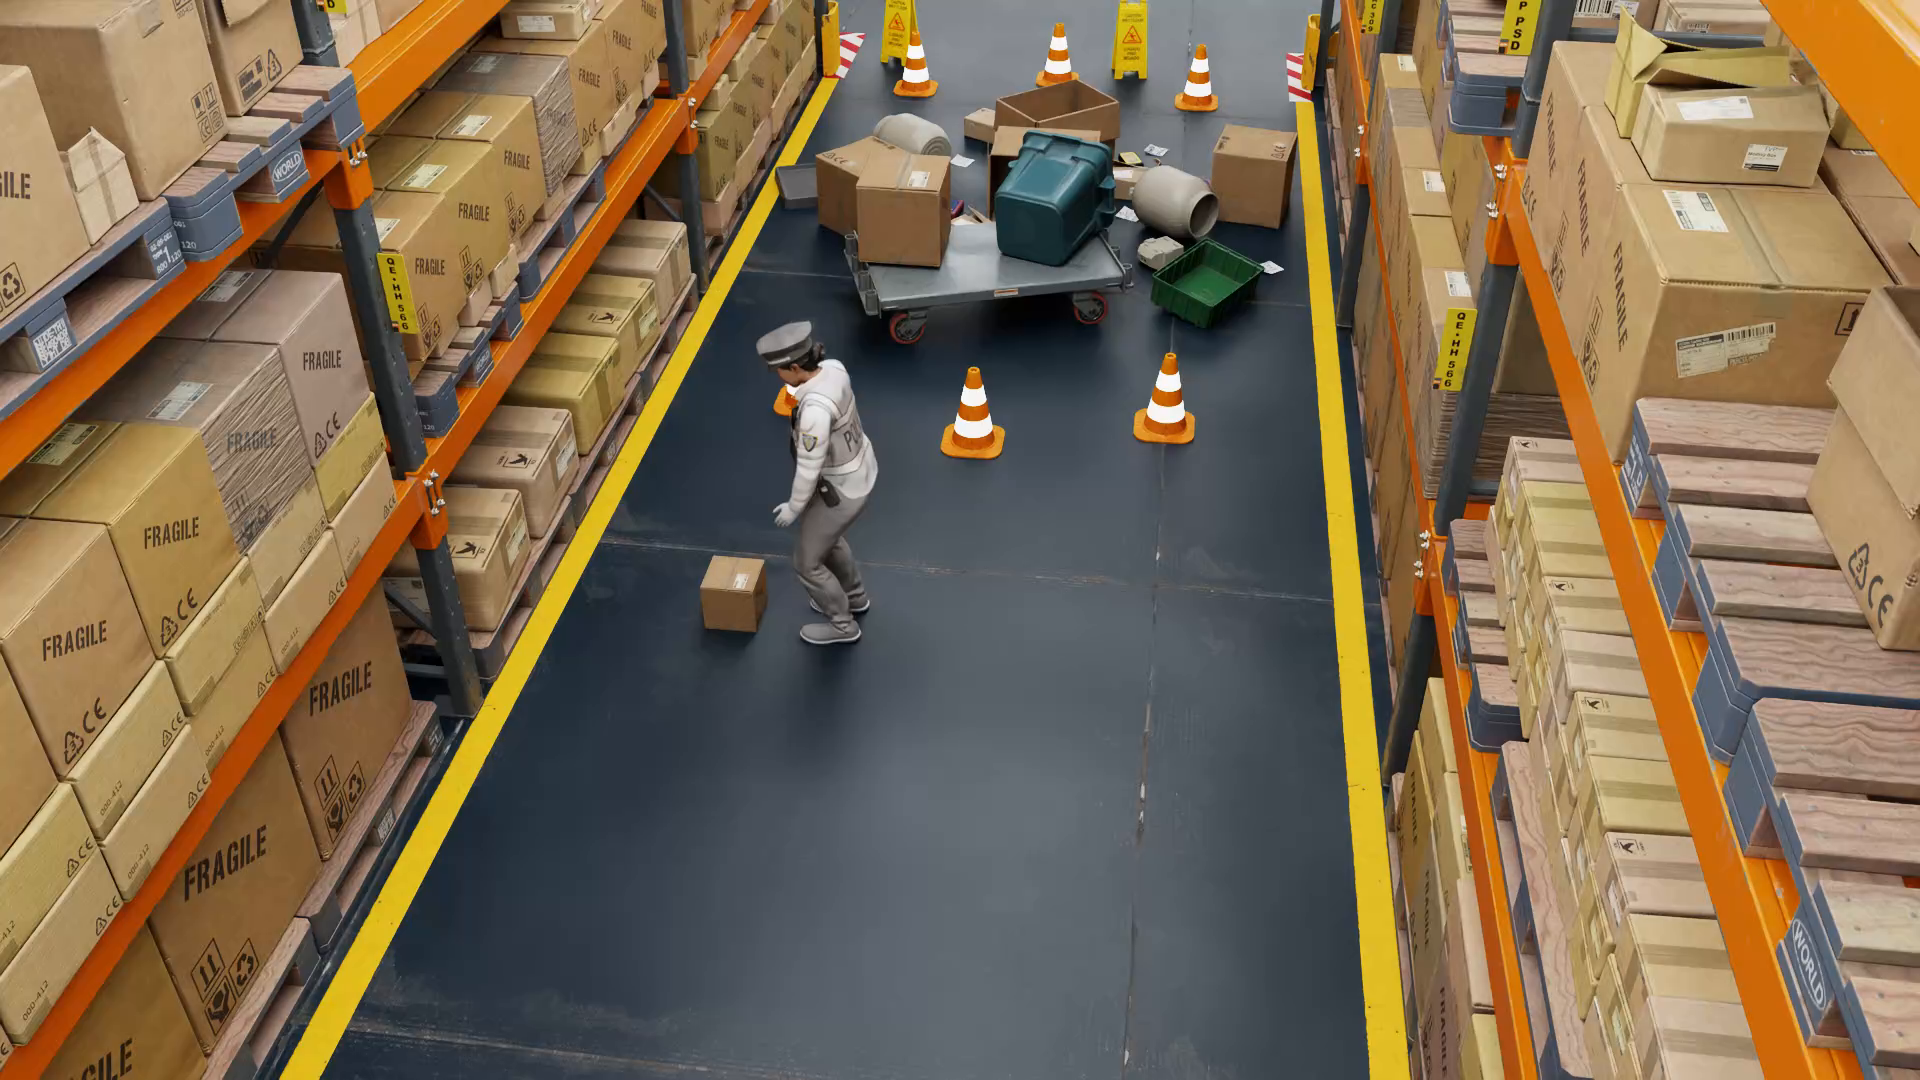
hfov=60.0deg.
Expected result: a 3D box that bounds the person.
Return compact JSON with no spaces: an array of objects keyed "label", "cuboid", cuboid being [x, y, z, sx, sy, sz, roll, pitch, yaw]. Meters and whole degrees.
[{"label":"person","cuboid":[-0.619,-0.232,7.415,0.482,1.604,0.508,5,37,7]}]
